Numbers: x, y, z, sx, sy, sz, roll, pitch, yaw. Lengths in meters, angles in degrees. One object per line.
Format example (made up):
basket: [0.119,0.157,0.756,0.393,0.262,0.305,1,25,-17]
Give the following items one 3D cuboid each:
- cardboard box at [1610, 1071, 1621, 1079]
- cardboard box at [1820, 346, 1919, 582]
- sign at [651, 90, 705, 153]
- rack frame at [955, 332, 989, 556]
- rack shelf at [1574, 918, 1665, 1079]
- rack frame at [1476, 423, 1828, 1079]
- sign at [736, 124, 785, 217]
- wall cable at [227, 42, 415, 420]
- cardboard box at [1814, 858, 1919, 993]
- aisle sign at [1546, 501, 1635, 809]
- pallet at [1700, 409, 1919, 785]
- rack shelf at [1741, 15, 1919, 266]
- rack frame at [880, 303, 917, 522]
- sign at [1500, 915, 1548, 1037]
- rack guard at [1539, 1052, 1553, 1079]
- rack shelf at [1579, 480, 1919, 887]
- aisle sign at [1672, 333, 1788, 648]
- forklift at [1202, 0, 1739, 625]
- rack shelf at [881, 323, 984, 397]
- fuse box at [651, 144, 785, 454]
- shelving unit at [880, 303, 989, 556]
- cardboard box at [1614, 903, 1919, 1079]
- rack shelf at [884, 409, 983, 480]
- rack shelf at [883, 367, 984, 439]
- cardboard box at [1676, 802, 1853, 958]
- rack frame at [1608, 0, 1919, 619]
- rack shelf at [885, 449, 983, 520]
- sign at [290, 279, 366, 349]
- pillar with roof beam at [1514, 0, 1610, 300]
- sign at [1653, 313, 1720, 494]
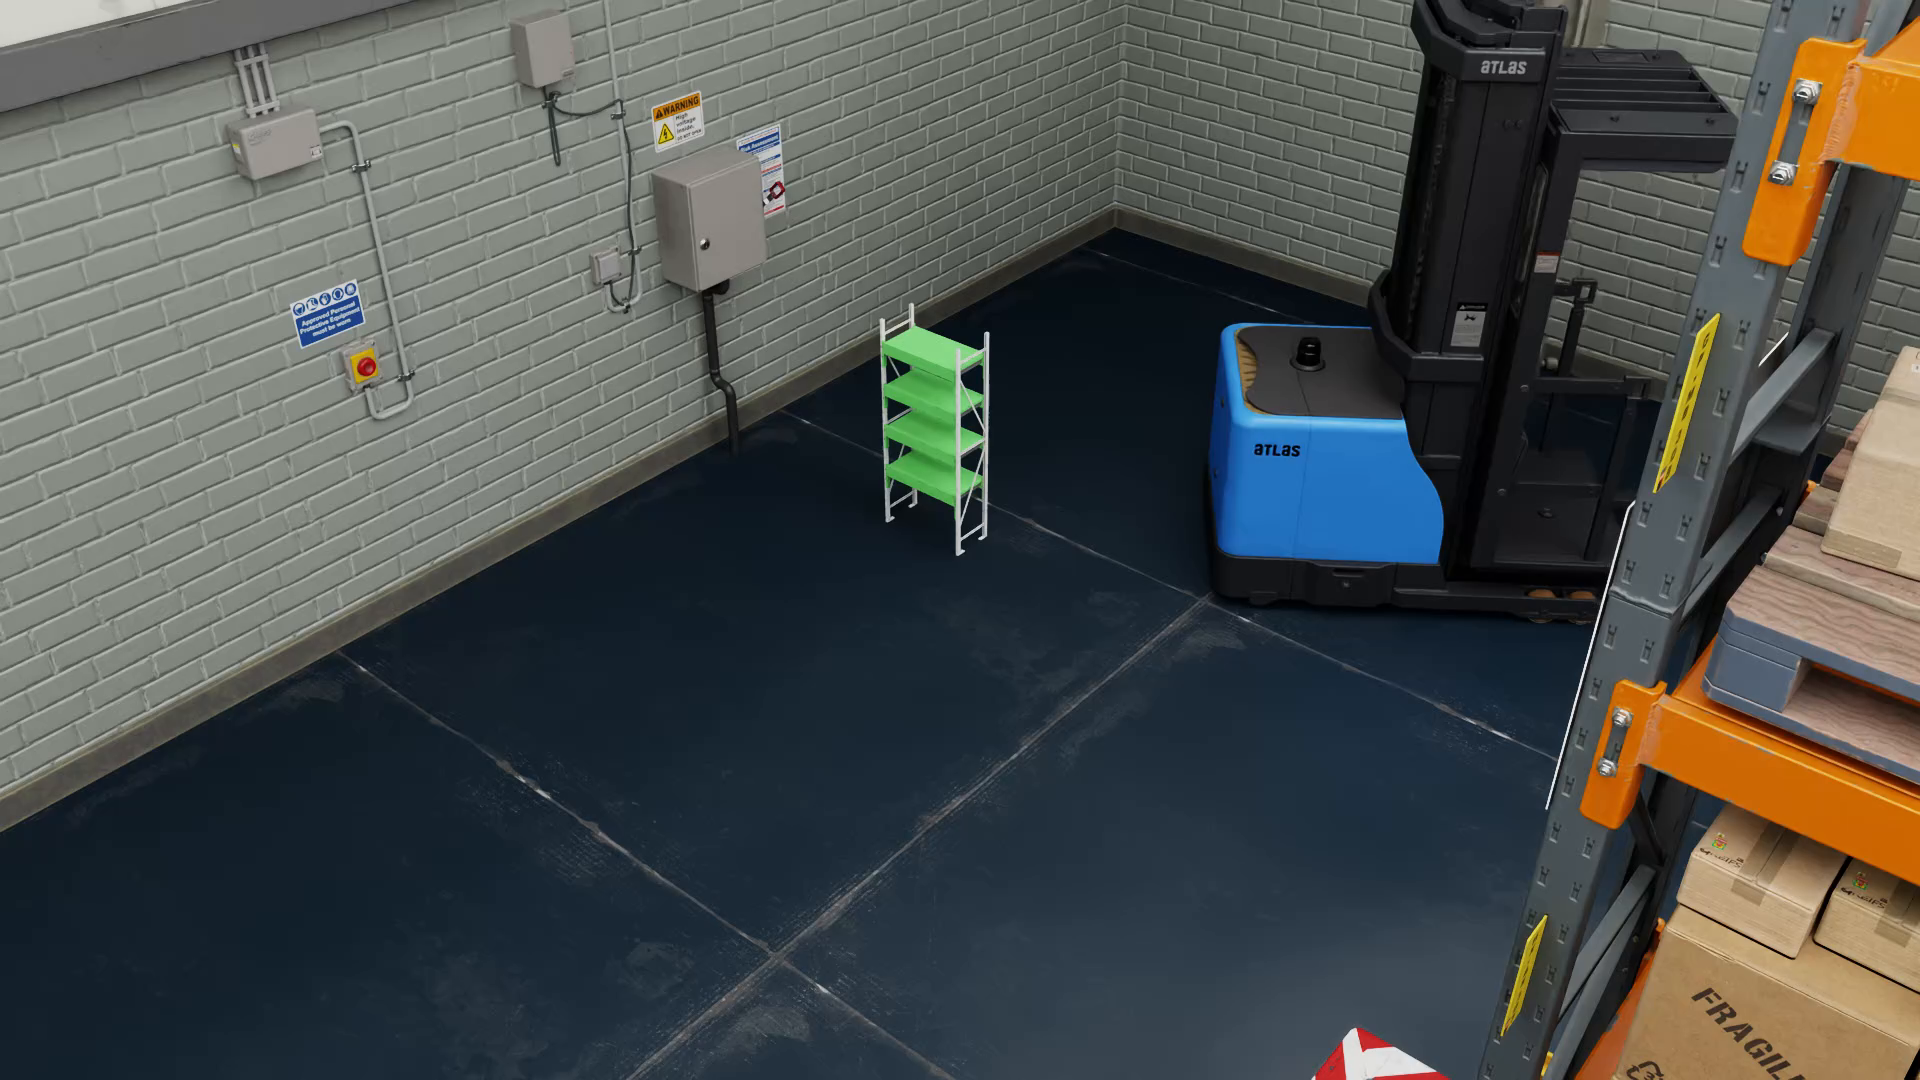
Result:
cardboard box: [1.836,1.408,3.961,0.500,0.500,0.500,25,42,31]
cardboard box: [2.054,-0.114,3.291,0.500,0.250,0.500,21,40,28]
sign: [-1.436,-2.134,8.478,0.001,0.242,0.339,25,42,32]
rack frame: [0.060,-0.466,8.369,0.015,1.200,0.240,25,42,32]
rack shelf: [3.188,2.172,3.574,4.000,0.370,1.077,25,42,32]
rack frame: [1.651,1.151,4.425,0.127,3.000,1.000,25,42,32]
sign: [-1.085,-1.993,9.087,0.001,0.494,0.329,25,42,32]
wall cable: [-2.698,-1.313,7.087,0.123,1.953,0.585,25,42,32]
cardboard box: [1.994,0.743,3.474,0.250,0.149,0.380,26,42,33]
aisle sign: [1.410,0.179,3.543,0.004,0.787,0.394,25,42,32]
pallet: [2.228,0.215,3.216,1.213,0.211,1.003,25,42,32]
rack shelf: [3.188,-0.136,1.988,4.000,0.370,1.077,25,42,32]
rack frame: [-0.315,-0.643,8.626,0.015,1.200,0.240,25,42,32]
sign: [1.291,1.000,3.809,0.005,0.325,0.100,25,42,32]
rack guard: [1.632,2.172,5.145,0.348,0.500,1.175,25,42,32]
rack shelf: [3.188,0.935,2.724,4.000,0.370,1.077,25,42,32]
aisle sign: [1.794,-0.082,3.923,0.004,0.787,0.394,25,42,32]
forklift: [2.794,-1.107,7.772,3.031,2.935,1.130,2,35,3]
rack shelf: [-0.127,-0.898,8.262,0.480,0.148,0.258,25,42,32]
fuse box: [-1.241,-1.212,9.003,0.414,1.711,0.539,25,42,32]
shelving unit: [-0.127,-0.555,8.498,0.503,1.200,0.258,25,42,32]
cardboard box: [1.837,0.995,3.680,0.500,0.500,0.500,24,41,31]
rack shelf: [-0.127,-0.502,8.534,0.480,0.148,0.258,25,42,32]
rack shelf: [-0.127,-0.700,8.398,0.480,0.148,0.258,25,42,32]
cardboard box: [1.747,0.679,3.567,0.250,0.149,0.380,26,42,33]
rack frame: [1.651,-1.322,2.726,0.127,3.000,1.000,25,42,32]
rack shelf: [-0.127,-0.304,8.670,0.480,0.148,0.258,25,42,32]
sign: [-2.775,-0.994,7.309,0.001,0.218,0.327,25,42,32]
pillar with roof beam: [0.574,-2.979,5.139,0.400,9.000,9.100,25,42,32]
sign: [1.291,-0.239,2.957,0.005,0.325,0.100,25,42,32]
